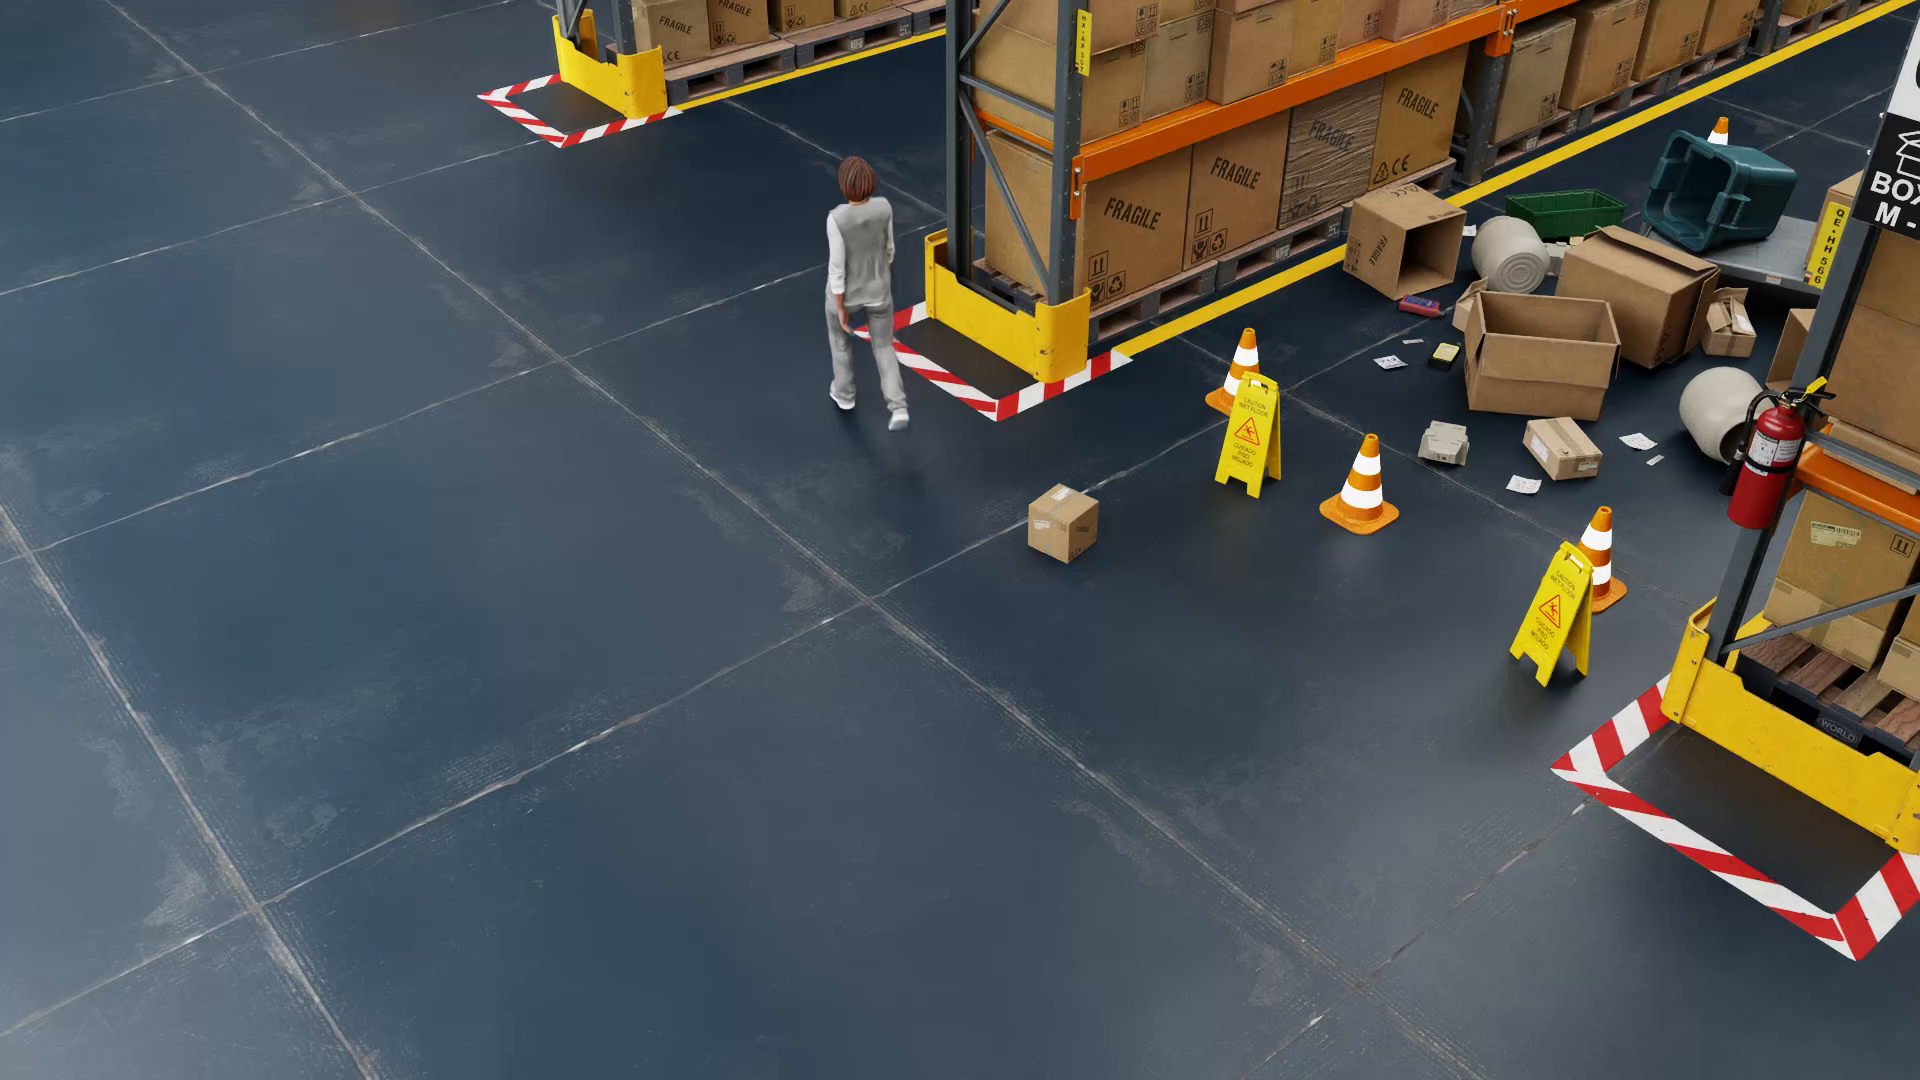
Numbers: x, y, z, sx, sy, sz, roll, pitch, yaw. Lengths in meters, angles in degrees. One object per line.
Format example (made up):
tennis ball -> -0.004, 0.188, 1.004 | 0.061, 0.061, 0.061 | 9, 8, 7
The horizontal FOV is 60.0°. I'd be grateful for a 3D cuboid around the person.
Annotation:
person -> -0.506, -1.288, 8.817 | 0.398, 1.560, 0.828 | -13, 38, -17
